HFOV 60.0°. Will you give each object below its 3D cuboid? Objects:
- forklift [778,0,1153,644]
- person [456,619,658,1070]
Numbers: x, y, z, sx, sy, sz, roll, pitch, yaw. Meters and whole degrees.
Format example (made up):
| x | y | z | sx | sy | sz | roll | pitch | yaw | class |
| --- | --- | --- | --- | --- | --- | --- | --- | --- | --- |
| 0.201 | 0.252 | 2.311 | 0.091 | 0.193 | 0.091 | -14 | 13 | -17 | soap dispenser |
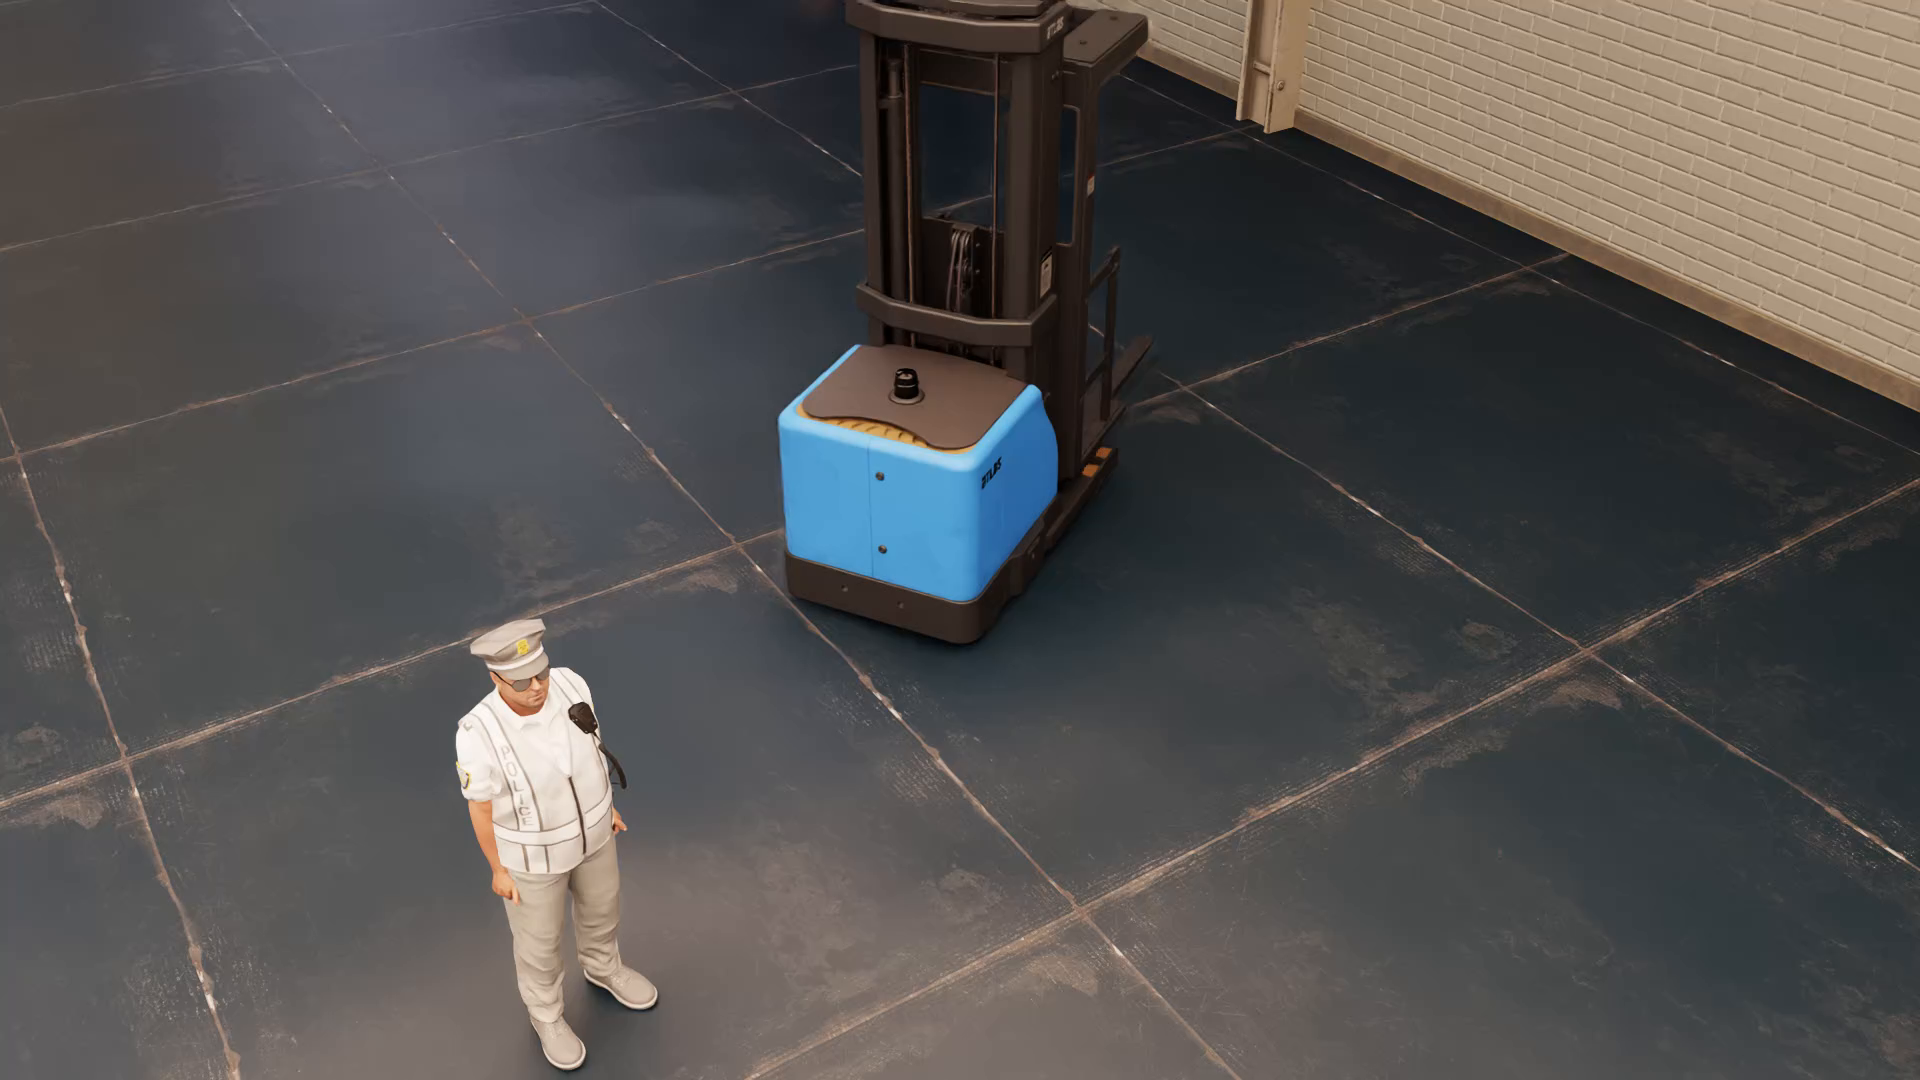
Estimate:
| x | y | z | sx | sy | sz | roll | pitch | yaw | class |
| --- | --- | --- | --- | --- | --- | --- | --- | --- | --- |
| 0.224 | -1.545 | 8.346 | 1.130 | 2.935 | 3.031 | 15 | 38 | 20 | forklift |
| -1.388 | 1.015 | 5.713 | 0.406 | 1.775 | 0.522 | 26 | 43 | 32 | person |
